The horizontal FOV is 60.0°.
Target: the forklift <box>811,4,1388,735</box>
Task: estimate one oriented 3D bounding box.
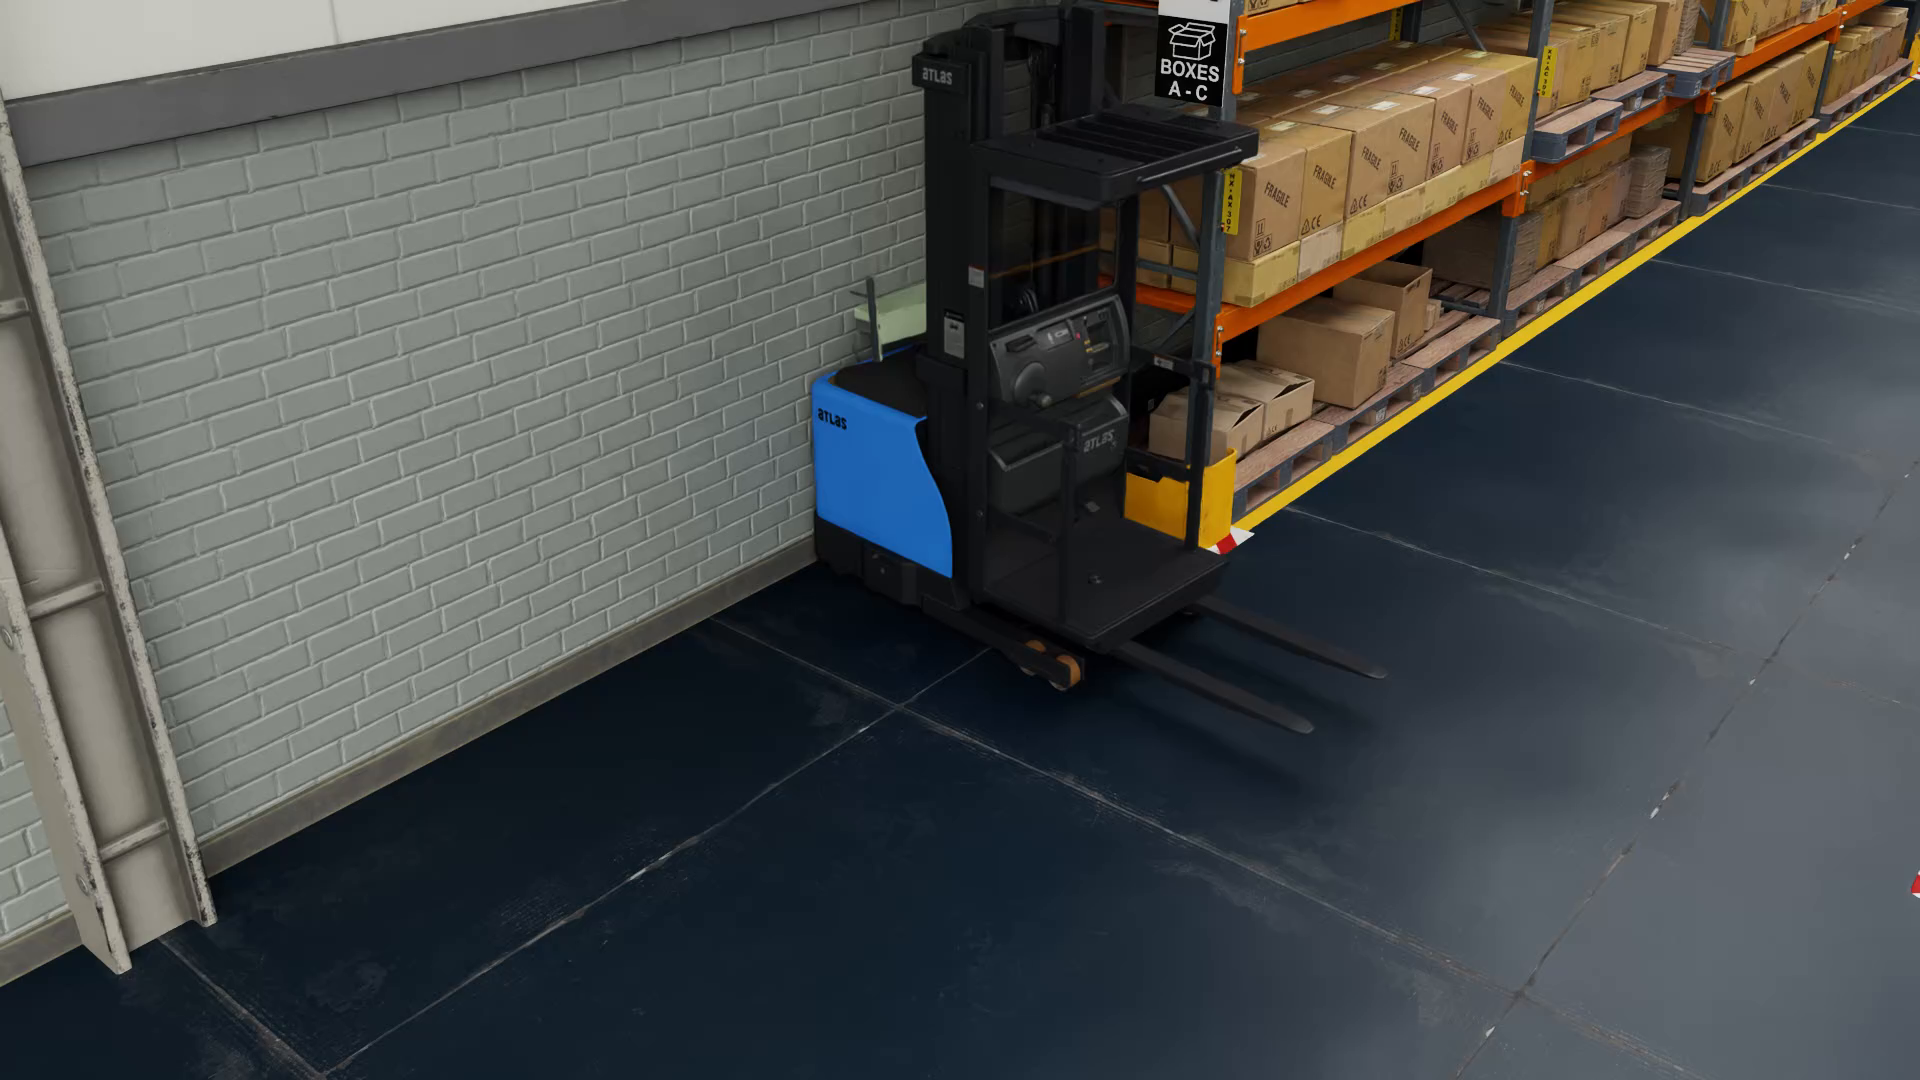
[{"bbox_3d":[0.632,-0.861,7.725,3.031,2.935,1.130,24,36,38],"label":"forklift"}]

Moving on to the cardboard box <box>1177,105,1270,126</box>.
[{"bbox_3d":[1.399,-2.146,9.460,0.500,0.500,0.500,21,34,35],"label":"cardboard box"}]

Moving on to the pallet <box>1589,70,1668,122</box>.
[{"bbox_3d":[4.797,-3.504,12.967,1.003,0.211,1.213,21,34,34],"label":"pallet"}]

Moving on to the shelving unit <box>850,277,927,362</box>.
[{"bbox_3d":[-0.238,-0.803,9.098,0.755,1.500,0.431,-21,28,-34],"label":"shelving unit"}]

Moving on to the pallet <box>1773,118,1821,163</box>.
[{"bbox_3d":[8.136,-4.187,17.113,1.003,0.211,1.213,21,34,34],"label":"pallet"}]

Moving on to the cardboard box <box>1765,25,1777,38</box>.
[{"bbox_3d":[7.379,-4.796,15.508,0.380,0.149,0.250,21,34,35],"label":"cardboard box"}]

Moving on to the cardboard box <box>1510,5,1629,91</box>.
[{"bbox_3d":[4.586,-3.733,12.614,0.500,0.500,0.700,-23,35,-37],"label":"cardboard box"}]

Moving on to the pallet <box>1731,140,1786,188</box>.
[{"bbox_3d":[7.360,-3.752,16.273,1.003,0.211,1.213,21,34,34],"label":"pallet"}]

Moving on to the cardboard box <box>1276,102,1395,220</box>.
[{"bbox_3d":[2.127,-2.177,9.518,0.500,0.500,0.500,19,33,33],"label":"cardboard box"}]

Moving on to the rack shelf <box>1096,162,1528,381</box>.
[{"bbox_3d":[2.208,-1.856,10.356,1.077,0.370,4.000,21,34,34],"label":"rack shelf"}]

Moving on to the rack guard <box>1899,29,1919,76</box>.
[{"bbox_3d":[11.128,-6.037,20.376,1.175,0.500,0.348,21,34,34],"label":"rack guard"}]

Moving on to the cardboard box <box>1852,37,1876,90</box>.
[{"bbox_3d":[9.773,-5.391,18.669,0.700,0.500,0.500,22,34,36],"label":"cardboard box"}]

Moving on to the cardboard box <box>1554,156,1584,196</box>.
[{"bbox_3d":[4.541,-2.911,13.038,0.500,0.250,0.500,20,33,33],"label":"cardboard box"}]

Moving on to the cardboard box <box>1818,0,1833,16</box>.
[{"bbox_3d":[8.429,-5.319,16.519,0.380,0.149,0.250,21,34,35],"label":"cardboard box"}]

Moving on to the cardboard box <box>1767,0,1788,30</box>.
[{"bbox_3d":[7.187,-4.944,15.088,0.500,0.500,0.500,21,34,34],"label":"cardboard box"}]

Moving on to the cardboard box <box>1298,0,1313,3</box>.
[{"bbox_3d":[1.710,-3.077,8.539,0.500,0.500,0.500,23,35,38],"label":"cardboard box"}]

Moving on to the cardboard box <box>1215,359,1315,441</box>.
[{"bbox_3d":[1.808,-0.889,10.150,0.500,0.311,0.500,24,36,38],"label":"cardboard box"}]

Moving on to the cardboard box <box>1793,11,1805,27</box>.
[{"bbox_3d":[7.901,-5.062,16.023,0.380,0.149,0.250,21,34,34],"label":"cardboard box"}]

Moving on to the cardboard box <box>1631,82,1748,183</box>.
[{"bbox_3d":[6.593,-3.757,15.130,0.750,0.750,0.750,20,34,34],"label":"cardboard box"}]

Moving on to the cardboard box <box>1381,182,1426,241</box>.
[{"bbox_3d":[2.462,-2.034,10.060,0.500,0.250,0.500,21,34,35],"label":"cardboard box"}]

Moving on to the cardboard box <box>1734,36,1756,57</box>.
[{"bbox_3d":[6.814,-4.405,14.753,0.380,0.149,0.250,22,35,36],"label":"cardboard box"}]

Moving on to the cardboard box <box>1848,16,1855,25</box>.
[{"bbox_3d":[10.027,-5.970,19.083,0.380,0.149,0.250,21,34,35],"label":"cardboard box"}]

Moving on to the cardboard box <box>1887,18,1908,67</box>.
[{"bbox_3d":[10.745,-5.938,19.727,0.700,0.500,0.500,21,34,34],"label":"cardboard box"}]

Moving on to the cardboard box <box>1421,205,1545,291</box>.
[{"bbox_3d":[3.935,-2.235,12.548,0.700,0.500,0.500,22,35,36],"label":"cardboard box"}]

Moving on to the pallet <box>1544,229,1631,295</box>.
[{"bbox_3d":[4.750,-2.357,13.576,1.003,0.211,1.213,21,34,34],"label":"pallet"}]

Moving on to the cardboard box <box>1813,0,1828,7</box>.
[{"bbox_3d":[8.152,-5.485,16.134,0.500,0.500,0.500,21,34,35],"label":"cardboard box"}]

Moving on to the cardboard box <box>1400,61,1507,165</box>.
[{"bbox_3d":[3.105,-2.723,10.575,0.500,0.500,0.500,21,34,34],"label":"cardboard box"}]

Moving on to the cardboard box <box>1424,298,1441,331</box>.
[{"bbox_3d":[3.163,-1.623,11.727,0.380,0.166,0.250,16,31,28],"label":"cardboard box"}]

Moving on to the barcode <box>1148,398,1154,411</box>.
[{"bbox_3d":[1.148,-0.814,9.996,0.001,0.075,0.075,21,34,34],"label":"barcode"}]

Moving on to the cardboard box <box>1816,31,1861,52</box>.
[{"bbox_3d":[9.482,-5.388,17.959,0.380,0.149,0.250,22,35,36],"label":"cardboard box"}]

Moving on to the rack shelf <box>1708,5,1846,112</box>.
[{"bbox_3d":[7.296,-4.692,15.839,1.077,0.370,4.000,21,34,34],"label":"rack shelf"}]

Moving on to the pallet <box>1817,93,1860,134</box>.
[{"bbox_3d":[9.112,-4.729,18.162,1.003,0.211,1.213,21,34,34],"label":"pallet"}]

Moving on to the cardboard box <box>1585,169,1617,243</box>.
[{"bbox_3d":[4.895,-2.784,13.609,0.700,0.500,0.500,21,34,34],"label":"cardboard box"}]

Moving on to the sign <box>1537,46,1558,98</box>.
[{"bbox_3d":[3.903,-3.113,11.061,0.100,0.325,0.005,21,34,34],"label":"sign"}]

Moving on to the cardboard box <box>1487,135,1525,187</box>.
[{"bbox_3d":[3.412,-2.570,11.095,0.500,0.250,0.500,21,34,35],"label":"cardboard box"}]

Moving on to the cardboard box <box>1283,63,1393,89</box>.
[{"bbox_3d":[2.366,-2.697,10.524,0.500,0.500,0.500,22,34,36],"label":"cardboard box"}]

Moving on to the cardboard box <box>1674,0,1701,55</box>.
[{"bbox_3d":[5.733,-4.373,13.851,0.700,0.500,0.500,16,32,29],"label":"cardboard box"}]

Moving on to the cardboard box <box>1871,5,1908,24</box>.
[{"bbox_3d":[10.803,-6.127,19.387,0.380,0.149,0.250,20,34,34],"label":"cardboard box"}]

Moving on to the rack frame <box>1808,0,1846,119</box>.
[{"bbox_3d":[8.568,-5.721,17.044,1.000,3.000,0.127,21,34,34],"label":"rack frame"}]

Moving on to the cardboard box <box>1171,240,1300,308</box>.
[{"bbox_3d":[1.491,-1.489,9.005,0.500,0.250,0.500,20,33,33],"label":"cardboard box"}]

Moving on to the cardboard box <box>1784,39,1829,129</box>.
[{"bbox_3d":[8.255,-4.684,16.923,0.750,0.750,0.750,21,34,35],"label":"cardboard box"}]

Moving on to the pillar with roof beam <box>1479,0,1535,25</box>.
[{"bbox_3d":[7.852,-5.501,10.090,9.100,9.000,0.400,21,34,34],"label":"pillar with roof beam"}]
